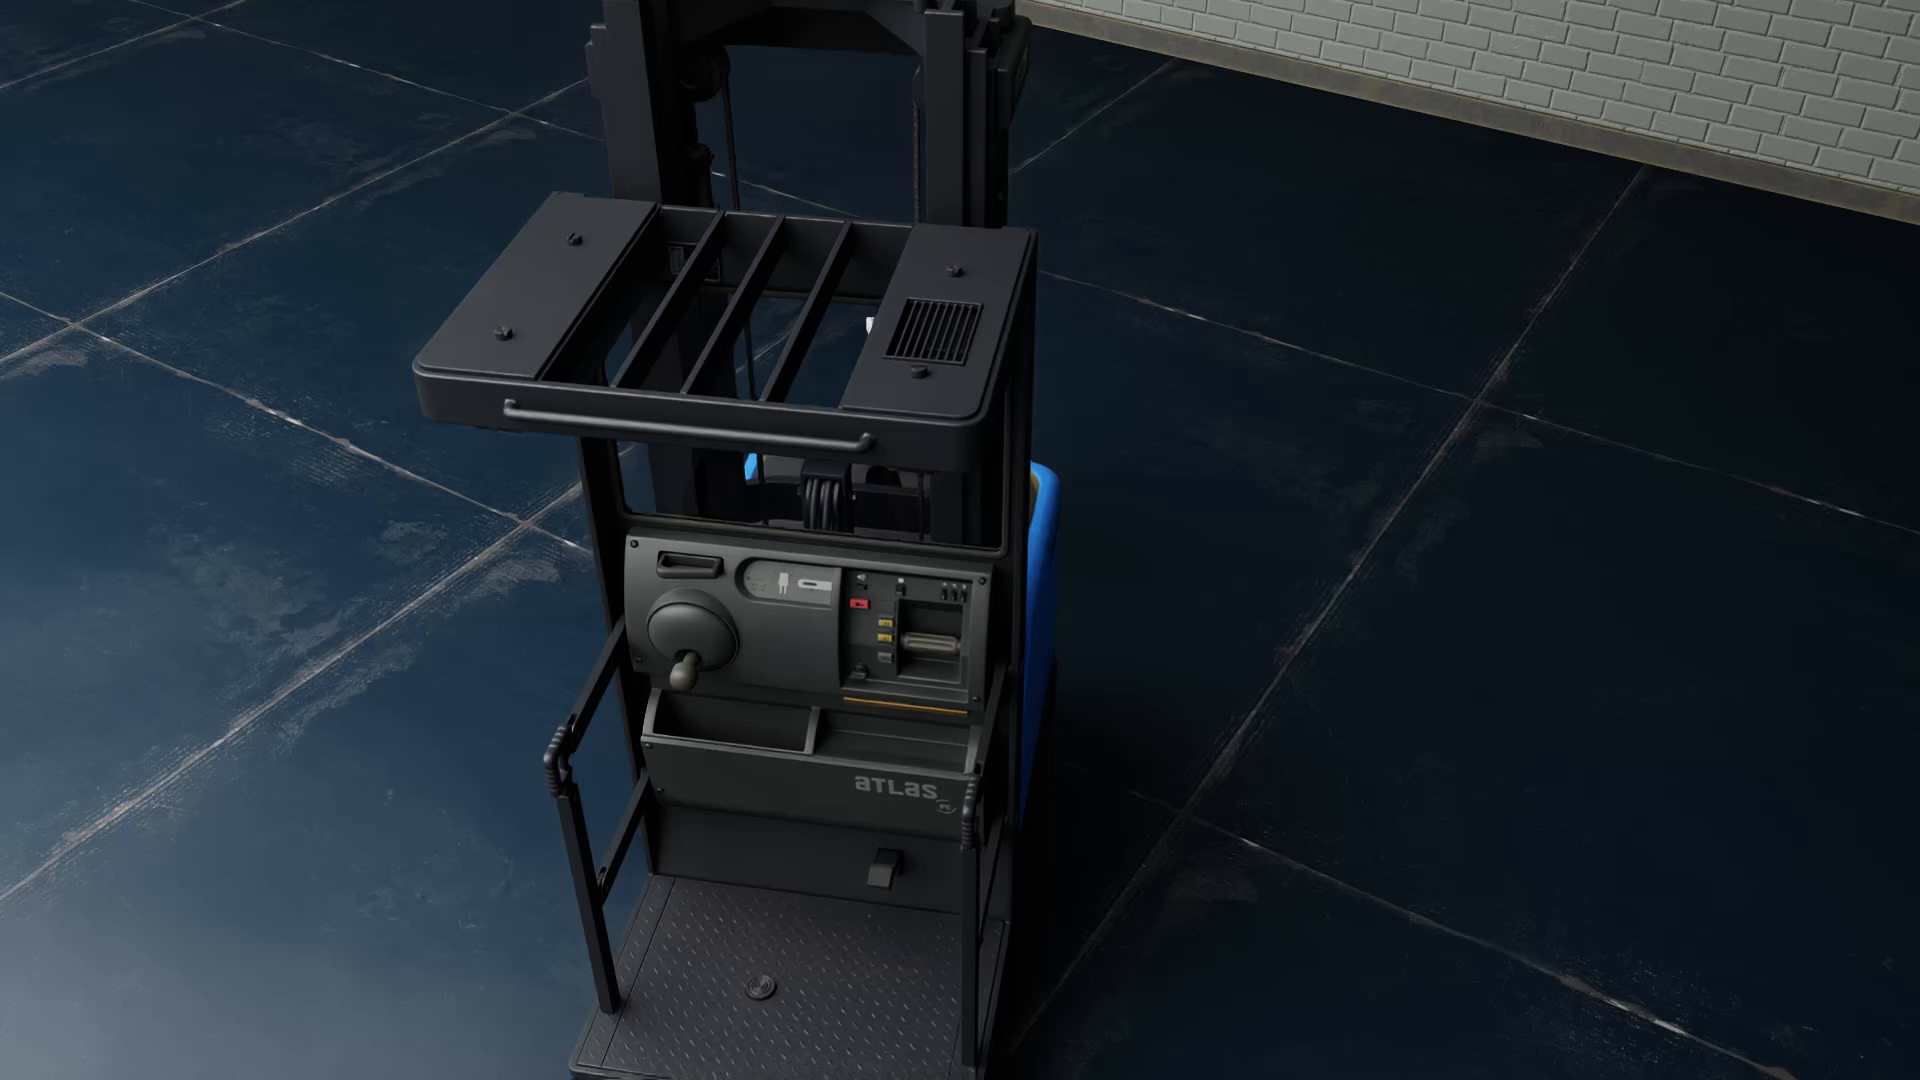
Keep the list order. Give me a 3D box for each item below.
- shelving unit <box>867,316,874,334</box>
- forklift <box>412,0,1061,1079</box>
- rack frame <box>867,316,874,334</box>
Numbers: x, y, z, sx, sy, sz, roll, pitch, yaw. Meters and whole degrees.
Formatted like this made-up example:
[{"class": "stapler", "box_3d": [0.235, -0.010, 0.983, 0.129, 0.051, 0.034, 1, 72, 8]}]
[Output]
[{"class": "shelving unit", "box_3d": [-0.089, -0.390, 6.273, 0.258, 1.200, 0.503, 21, 42, 25]}, {"class": "forklift", "box_3d": [-0.419, 0.280, 3.986, 1.130, 2.935, 3.031, 6, 38, 8]}, {"class": "rack frame", "box_3d": [-0.219, -0.264, 6.110, 0.240, 1.200, 0.015, 21, 42, 25]}]
